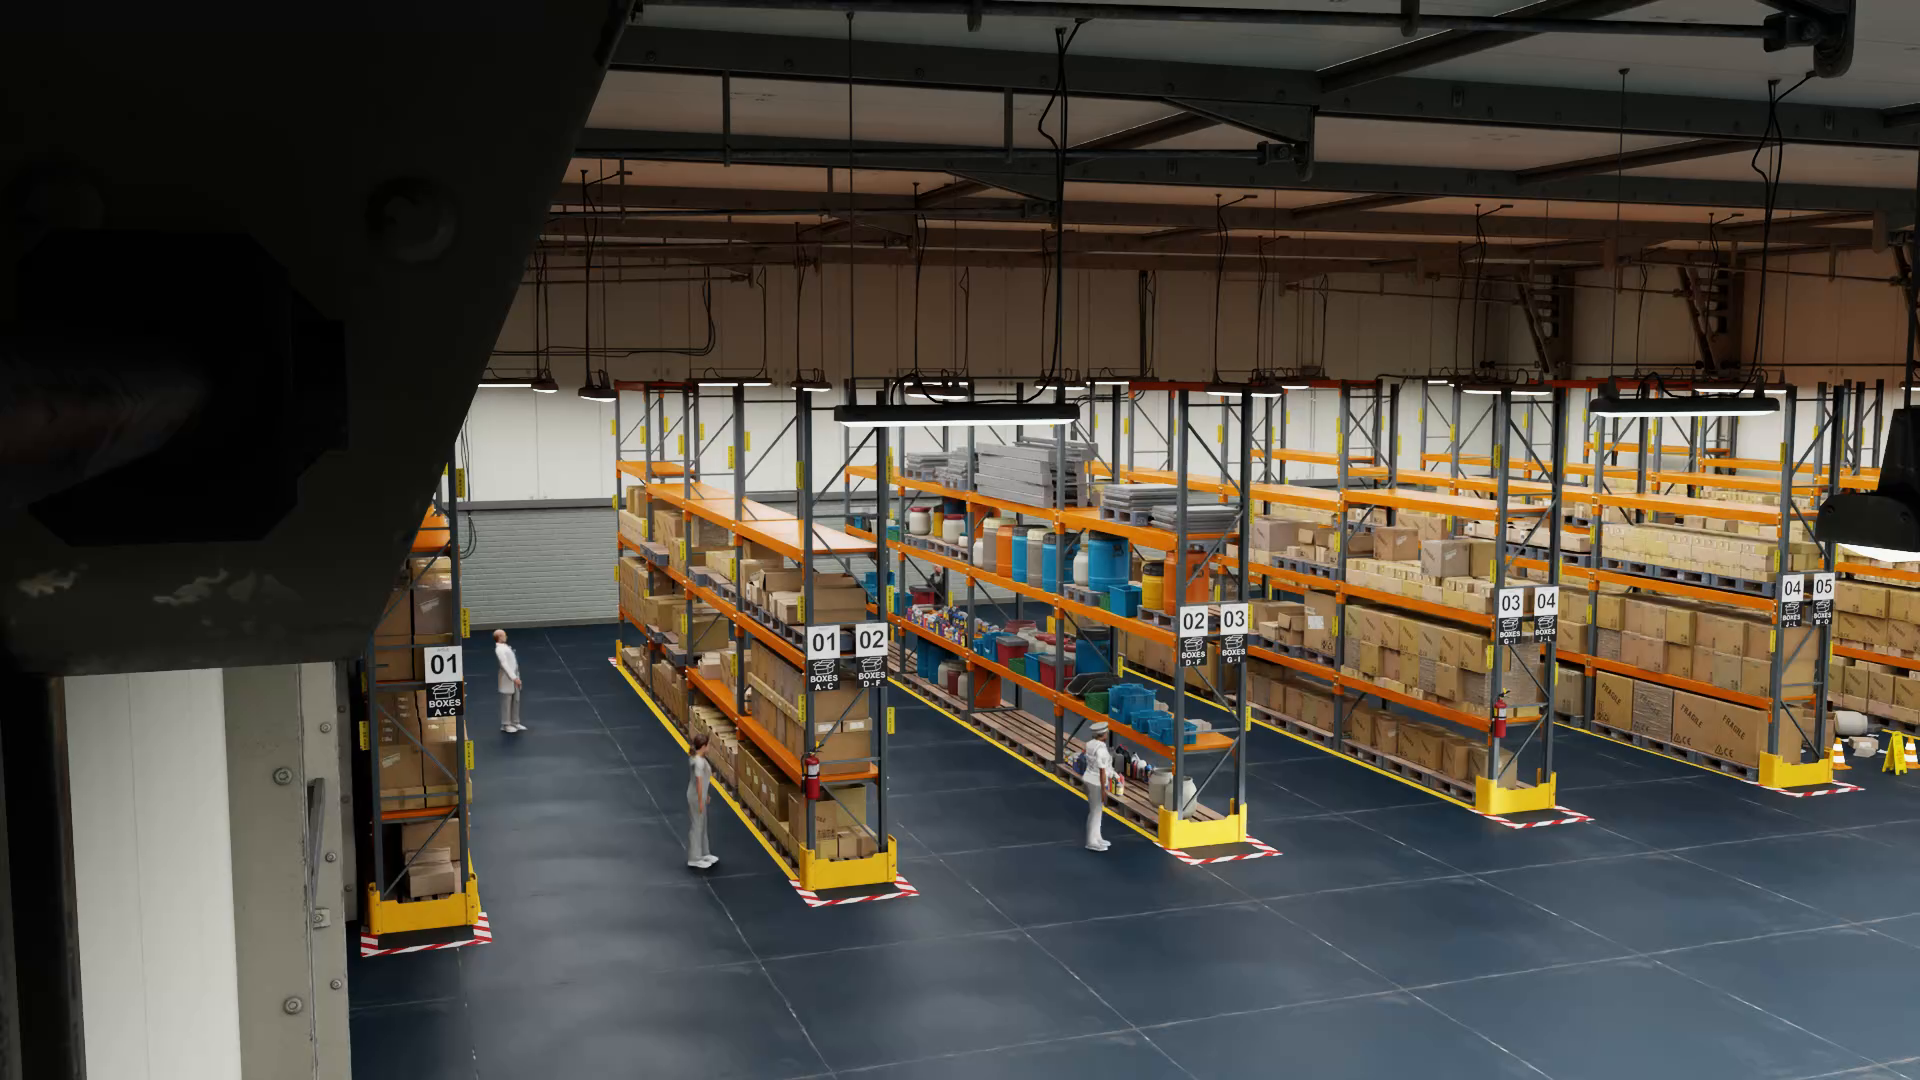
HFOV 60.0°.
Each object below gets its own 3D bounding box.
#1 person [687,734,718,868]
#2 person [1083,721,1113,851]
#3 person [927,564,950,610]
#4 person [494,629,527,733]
[{"bbox_3d":[-3.263,3.277,21.009,0.394,1.690,0.461,-1,6,-11],"label":"person"},{"bbox_3d":[1.826,3.209,21.698,0.406,1.696,0.470,-1,6,-13],"label":"person"},{"bbox_3d":[-0.501,1.385,38.842,0.559,1.698,0.912,4,7,35],"label":"person"},{"bbox_3d":[-7.752,2.437,28.710,0.621,1.812,0.663,1,6,13],"label":"person"}]
